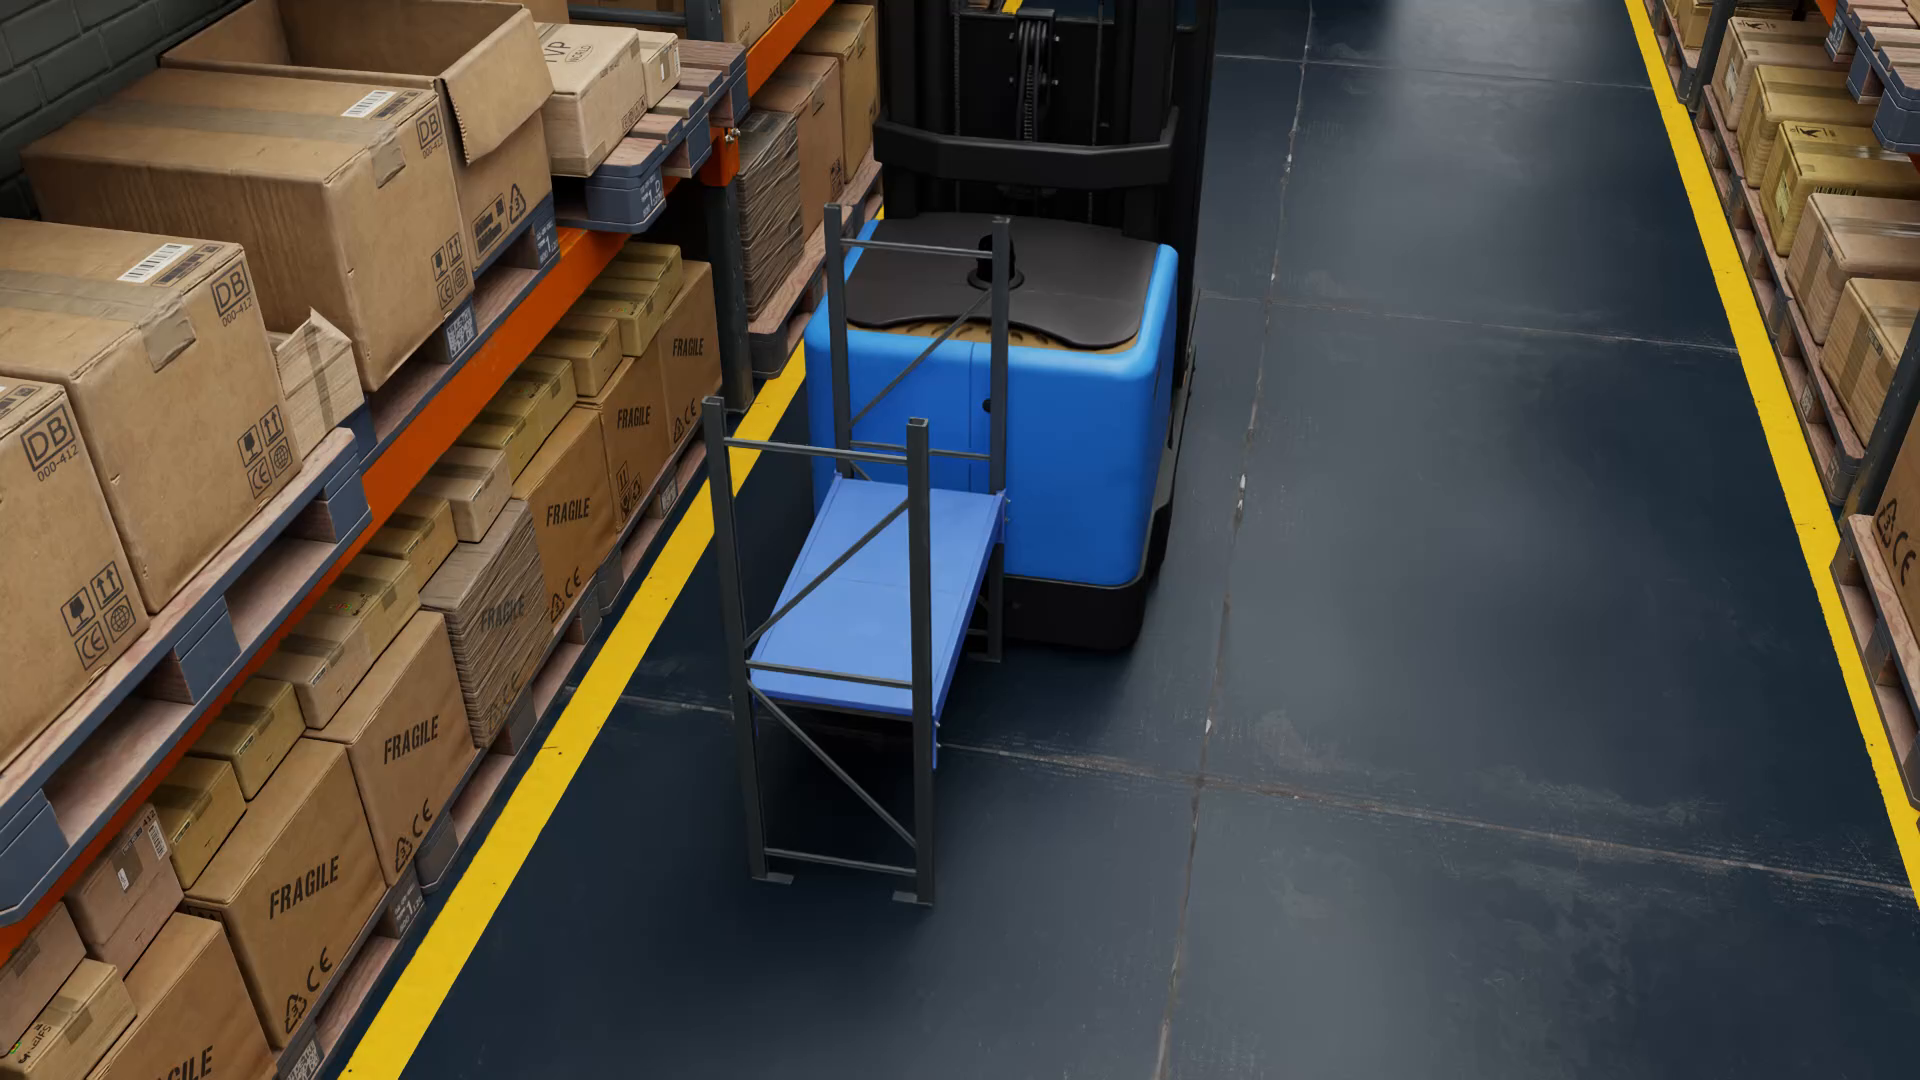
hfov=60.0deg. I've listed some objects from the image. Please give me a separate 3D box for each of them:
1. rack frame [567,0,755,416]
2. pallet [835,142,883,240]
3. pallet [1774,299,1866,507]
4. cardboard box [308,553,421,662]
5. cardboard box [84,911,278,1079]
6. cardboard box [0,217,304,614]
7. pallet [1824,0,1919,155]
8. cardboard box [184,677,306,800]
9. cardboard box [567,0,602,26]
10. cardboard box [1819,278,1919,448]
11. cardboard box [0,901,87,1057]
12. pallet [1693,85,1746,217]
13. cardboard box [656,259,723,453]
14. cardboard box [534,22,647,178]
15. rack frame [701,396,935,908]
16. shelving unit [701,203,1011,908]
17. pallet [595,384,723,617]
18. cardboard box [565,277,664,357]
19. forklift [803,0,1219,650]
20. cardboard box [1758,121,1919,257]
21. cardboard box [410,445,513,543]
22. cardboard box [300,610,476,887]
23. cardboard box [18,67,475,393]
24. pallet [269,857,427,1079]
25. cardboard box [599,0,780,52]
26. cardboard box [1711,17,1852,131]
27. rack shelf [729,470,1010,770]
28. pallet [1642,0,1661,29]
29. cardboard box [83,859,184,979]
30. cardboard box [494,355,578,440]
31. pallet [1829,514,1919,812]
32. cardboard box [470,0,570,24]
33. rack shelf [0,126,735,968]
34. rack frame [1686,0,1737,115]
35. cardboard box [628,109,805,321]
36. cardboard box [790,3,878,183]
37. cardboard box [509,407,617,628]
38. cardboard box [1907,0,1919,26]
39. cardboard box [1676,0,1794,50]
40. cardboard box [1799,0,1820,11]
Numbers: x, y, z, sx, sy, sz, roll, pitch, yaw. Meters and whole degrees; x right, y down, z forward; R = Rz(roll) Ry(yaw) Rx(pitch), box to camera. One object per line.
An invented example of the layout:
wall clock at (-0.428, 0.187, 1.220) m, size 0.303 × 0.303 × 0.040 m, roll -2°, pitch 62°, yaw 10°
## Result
rack frame at (-1.305, -1.790, 5.664) m, size 1.000 × 3.000 × 0.127 m, roll 7°, pitch 37°, yaw 10°
pallet at (-0.828, -1.825, 8.089) m, size 1.003 × 0.211 × 1.213 m, roll 7°, pitch 37°, yaw 10°
pallet at (3.714, -0.489, 6.245) m, size 1.003 × 0.211 × 1.213 m, roll 7°, pitch 37°, yaw 10°
cardboard box at (-1.605, 0.154, 4.201) m, size 0.380 × 0.149 × 0.250 m, roll 9°, pitch 37°, yaw 12°
cardboard box at (-1.836, 1.096, 3.454) m, size 0.500 × 0.500 × 0.500 m, roll 9°, pitch 37°, yaw 12°
cardboard box at (-1.726, -0.254, 3.101) m, size 0.700 × 0.500 × 0.500 m, roll 8°, pitch 37°, yaw 10°
pallet at (3.594, -1.514, 5.447) m, size 1.213 × 0.211 × 1.003 m, roll 7°, pitch 37°, yaw 10°
cardboard box at (-1.750, 0.434, 3.814) m, size 0.380 × 0.149 × 0.250 m, roll 7°, pitch 36°, yaw 9°
cardboard box at (-1.458, -2.019, 6.108) m, size 0.500 × 0.250 × 0.500 m, roll 7°, pitch 36°, yaw 9°
cardboard box at (3.676, -0.599, 5.902) m, size 0.950 × 0.372 × 0.625 m, roll 5°, pitch 36°, yaw 7°
cardboard box at (-1.882, 0.782, 3.081) m, size 0.380 × 0.149 × 0.250 m, roll 7°, pitch 36°, yaw 9°
pallet at (4.235, -1.888, 8.175) m, size 1.003 × 0.211 × 1.213 m, roll 7°, pitch 37°, yaw 10°
cardboard box at (-1.185, -0.679, 5.903) m, size 0.500 × 0.500 × 0.500 m, roll 8°, pitch 37°, yaw 11°
cardboard box at (-1.214, -1.254, 4.694) m, size 0.500 × 0.250 × 0.500 m, roll 6°, pitch 36°, yaw 8°
rack frame at (-0.314, 0.329, 4.018) m, size 0.500 × 1.500 × 0.032 m, roll 7°, pitch 36°, yaw 9°
shelving unit at (-0.215, 0.037, 4.421) m, size 0.538 × 1.500 × 1.048 m, roll 7°, pitch 36°, yaw 9°
pallet at (-1.501, -0.238, 5.898) m, size 1.003 × 0.211 × 1.213 m, roll 7°, pitch 37°, yaw 10°
cardboard box at (-1.191, -0.735, 5.428) m, size 0.380 × 0.149 × 0.250 m, roll 6°, pitch 36°, yaw 8°
forklift at (0.324, -1.709, 5.610) m, size 1.130 × 2.935 × 3.031 m, roll 7°, pitch 36°, yaw 9°
cardboard box at (3.993, -1.457, 7.085) m, size 0.950 × 0.372 × 0.625 m, roll 8°, pitch 37°, yaw 12°
cardboard box at (-1.473, -0.139, 4.605) m, size 0.380 × 0.149 × 0.250 m, roll 6°, pitch 36°, yaw 8°
cardboard box at (-1.621, 0.504, 4.271) m, size 0.500 × 0.500 × 0.500 m, roll 6°, pitch 36°, yaw 9°
cardboard box at (-1.559, -0.704, 3.722) m, size 0.700 × 0.500 × 0.500 m, roll 7°, pitch 37°, yaw 10°
pallet at (-2.022, 1.161, 3.968) m, size 1.003 × 0.211 × 1.213 m, roll 7°, pitch 37°, yaw 10°
cardboard box at (-0.971, -1.953, 6.017) m, size 0.500 × 0.250 × 0.500 m, roll 7°, pitch 37°, yaw 10°
cardboard box at (4.290, -2.268, 8.205) m, size 0.950 × 0.372 × 0.625 m, roll 8°, pitch 37°, yaw 11°
rack shelf at (-0.215, 0.182, 4.527) m, size 0.538 × 0.185 × 1.000 m, roll 7°, pitch 36°, yaw 9°
pallet at (4.767, -3.425, 10.296) m, size 1.003 × 0.211 × 1.213 m, roll 7°, pitch 37°, yaw 10°
cardboard box at (-1.839, 0.742, 3.390) m, size 0.380 × 0.149 × 0.250 m, roll 6°, pitch 36°, yaw 9°
cardboard box at (-1.391, -0.444, 5.026) m, size 0.380 × 0.149 × 0.250 m, roll 8°, pitch 37°, yaw 11°
pallet at (3.303, 0.402, 5.016) m, size 1.003 × 0.211 × 1.213 m, roll 7°, pitch 37°, yaw 10°
cardboard box at (-1.567, -1.725, 5.131) m, size 0.500 × 0.500 × 0.500 m, roll 9°, pitch 37°, yaw 12°
rack shelf at (-1.732, -0.352, 4.293) m, size 1.077 × 0.370 × 4.000 m, roll 7°, pitch 37°, yaw 10°
rack frame at (4.400, -3.463, 7.972) m, size 1.000 × 3.000 × 0.127 m, roll 7°, pitch 37°, yaw 10°
cardboard box at (-1.158, -1.355, 6.729) m, size 0.875 × 0.625 × 0.625 m, roll 8°, pitch 37°, yaw 11°
cardboard box at (-0.882, -2.116, 7.779) m, size 0.875 × 0.625 × 0.625 m, roll 6°, pitch 36°, yaw 8°
cardboard box at (-1.411, -0.093, 5.094) m, size 0.500 × 0.500 × 0.500 m, roll 9°, pitch 37°, yaw 12°
cardboard box at (3.382, -1.769, 5.491) m, size 0.380 × 0.149 × 0.250 m, roll 7°, pitch 37°, yaw 10°
cardboard box at (4.263, -2.893, 9.170) m, size 0.500 × 0.250 × 0.500 m, roll 9°, pitch 37°, yaw 12°
cardboard box at (4.790, -3.128, 8.856) m, size 0.500 × 0.500 × 0.500 m, roll 9°, pitch 37°, yaw 12°
